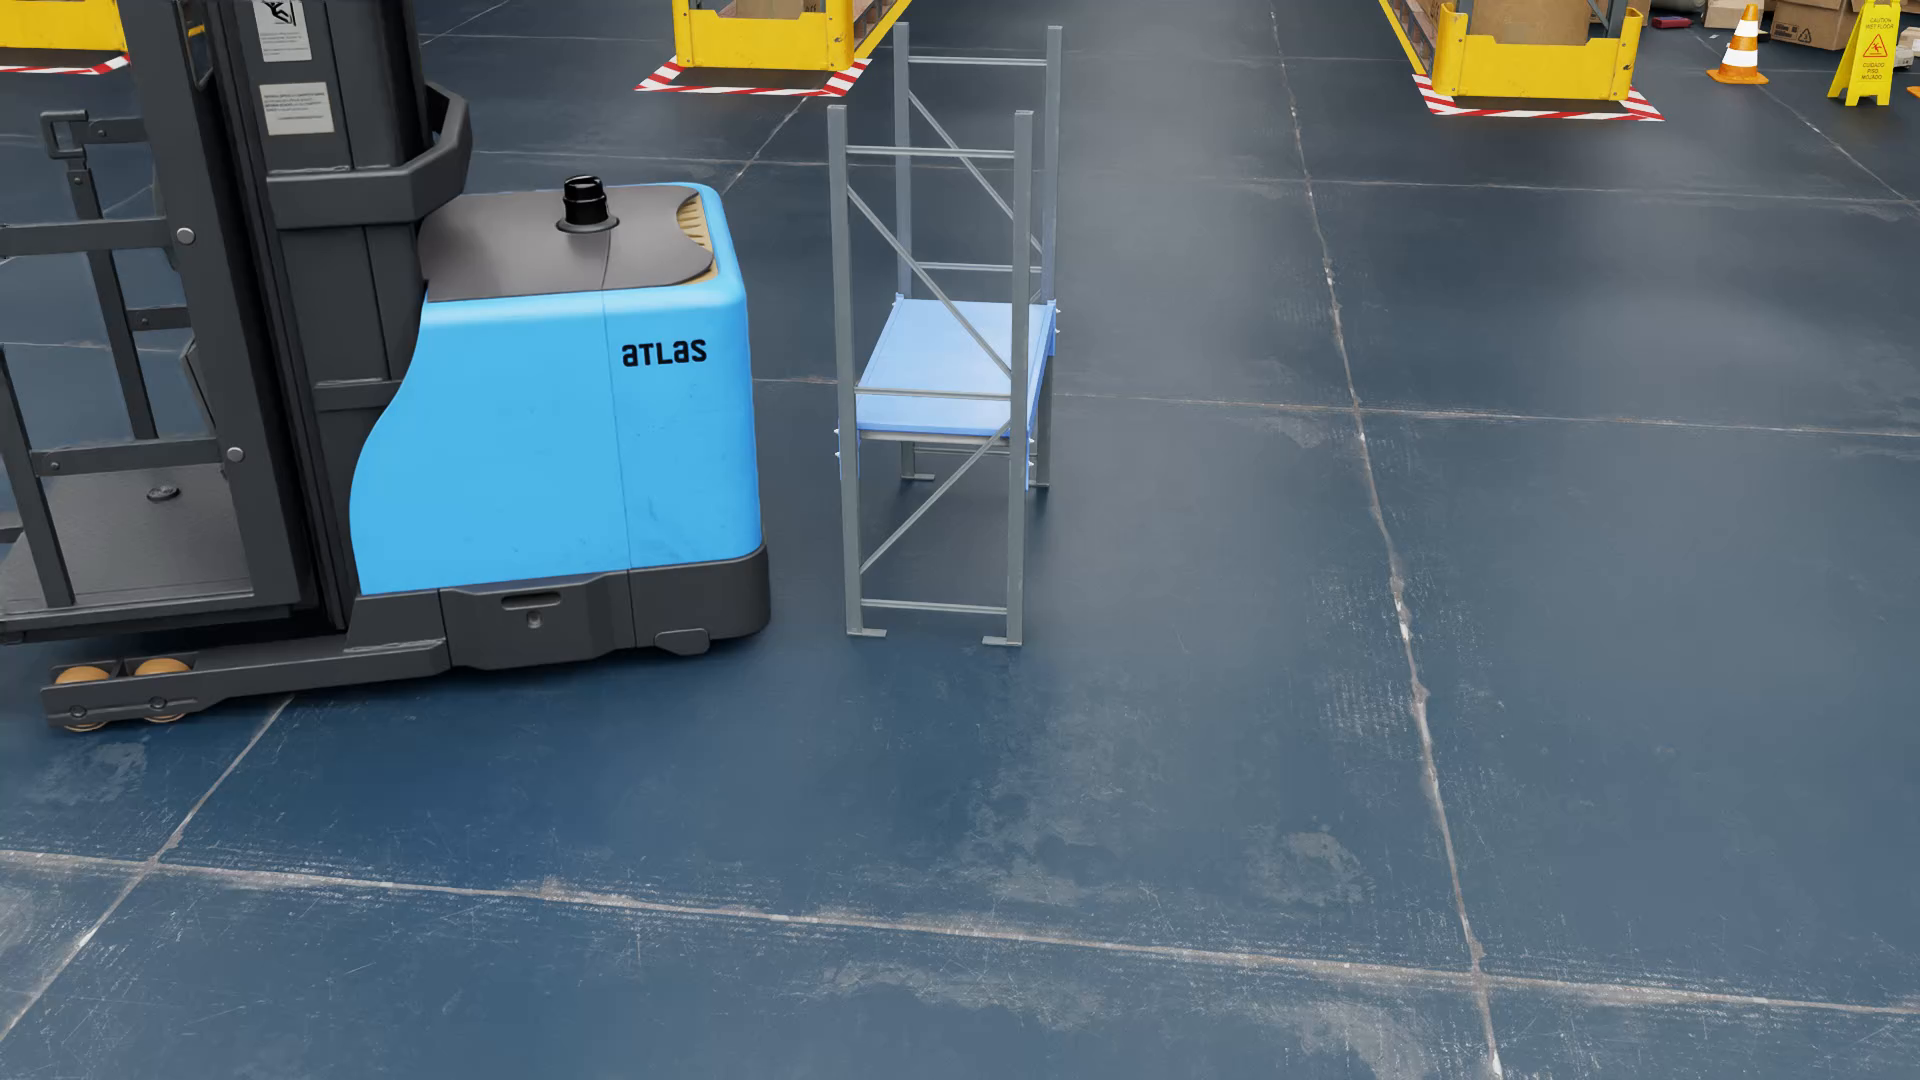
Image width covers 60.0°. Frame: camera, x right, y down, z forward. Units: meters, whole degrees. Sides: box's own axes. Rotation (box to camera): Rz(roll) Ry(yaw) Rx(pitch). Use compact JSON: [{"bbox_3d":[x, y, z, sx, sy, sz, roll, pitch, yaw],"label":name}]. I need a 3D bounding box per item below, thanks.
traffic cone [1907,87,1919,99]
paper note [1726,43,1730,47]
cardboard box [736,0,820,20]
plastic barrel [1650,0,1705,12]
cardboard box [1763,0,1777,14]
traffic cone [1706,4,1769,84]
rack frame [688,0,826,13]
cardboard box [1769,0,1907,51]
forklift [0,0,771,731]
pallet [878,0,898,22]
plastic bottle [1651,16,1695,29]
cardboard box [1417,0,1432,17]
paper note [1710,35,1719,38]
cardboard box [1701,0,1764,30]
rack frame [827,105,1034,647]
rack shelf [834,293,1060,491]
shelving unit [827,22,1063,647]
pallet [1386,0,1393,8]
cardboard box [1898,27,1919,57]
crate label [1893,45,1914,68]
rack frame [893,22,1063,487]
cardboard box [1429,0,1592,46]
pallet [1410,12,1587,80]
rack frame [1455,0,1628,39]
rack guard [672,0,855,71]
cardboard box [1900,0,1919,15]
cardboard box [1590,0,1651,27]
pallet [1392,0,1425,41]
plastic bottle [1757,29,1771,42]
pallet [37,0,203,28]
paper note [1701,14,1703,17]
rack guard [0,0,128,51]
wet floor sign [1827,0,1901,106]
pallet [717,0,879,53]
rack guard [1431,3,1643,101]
[{"bbox_3d":[6.147,-2.991,10.314,0.336,0.463,0.334,3,28,6],"label":"traffic cone"},{"bbox_3d":[5.464,-3.478,11.676,0.144,0.017,0.142,14,31,24],"label":"paper note"},{"bbox_3d":[-1.225,-3.880,11.481,0.500,0.500,0.500,9,30,16],"label":"cardboard box"},{"bbox_3d":[5.466,-4.292,12.770,0.421,0.421,0.512,-24,36,-37],"label":"plastic barrel"},{"bbox_3d":[6.326,-4.302,12.561,0.797,0.637,0.503,3,28,6],"label":"cardboard box"},{"bbox_3d":[5.067,-3.217,10.733,0.336,0.463,0.334,3,28,6],"label":"traffic cone"},{"bbox_3d":[-1.318,-4.502,10.444,1.000,3.000,0.127,3,28,6],"label":"rack frame"},{"bbox_3d":[6.220,-3.801,11.775,0.797,0.503,0.637,-17,33,-29],"label":"cardboard box"},{"bbox_3d":[-2.103,-1.066,4.139,3.031,2.935,1.130,-6,29,-10],"label":"forklift"},{"bbox_3d":[-1.022,-4.263,12.941,1.003,0.211,1.213,3,28,6],"label":"pallet"},{"bbox_3d":[5.274,-3.825,12.286,0.283,0.061,0.133,-6,29,-11],"label":"plastic bottle"},{"bbox_3d":[3.716,-4.153,11.594,0.875,0.875,0.875,3,28,5],"label":"cardboard box"},{"bbox_3d":[5.426,-3.623,11.964,0.032,0.001,0.123,20,34,32],"label":"paper note"},{"bbox_3d":[5.700,-3.929,12.264,0.396,0.266,0.258,8,29,15],"label":"cardboard box"},{"bbox_3d":[-0.073,-0.381,4.376,0.500,1.500,0.032,3,28,6],"label":"rack frame"},{"bbox_3d":[-0.010,-0.462,4.905,0.538,0.185,1.000,3,28,6],"label":"rack shelf"},{"bbox_3d":[-0.010,-0.620,4.820,0.538,1.500,1.048,3,28,6],"label":"shelving unit"},{"bbox_3d":[3.912,-4.468,13.321,1.003,0.211,1.213,3,28,6],"label":"pallet"},{"bbox_3d":[6.673,-3.405,11.414,0.380,0.149,0.250,20,34,32],"label":"cardboard box"},{"bbox_3d":[6.181,-3.222,11.085,0.250,0.136,0.298,-11,30,-20],"label":"crate label"},{"bbox_3d":[0.052,-0.859,5.264,0.500,1.500,0.032,3,28,6],"label":"rack frame"},{"bbox_3d":[3.610,-3.739,10.825,0.875,0.875,0.875,4,29,6],"label":"cardboard box"},{"bbox_3d":[3.613,-3.320,11.189,1.003,0.211,1.213,3,28,6],"label":"pallet"},{"bbox_3d":[3.592,-4.166,9.821,1.000,3.000,0.127,3,28,6],"label":"rack frame"},{"bbox_3d":[-1.309,-3.437,11.103,1.175,0.500,0.348,3,28,6],"label":"rack guard"},{"bbox_3d":[7.526,-4.284,12.673,0.500,0.500,0.500,-24,36,-37],"label":"cardboard box"},{"bbox_3d":[4.911,-4.160,12.441,0.500,0.500,0.500,8,29,15],"label":"cardboard box"},{"bbox_3d":[3.765,-3.892,12.252,1.003,0.211,1.213,3,28,6],"label":"pallet"},{"bbox_3d":[5.665,-3.628,11.920,0.133,0.061,0.283,-6,29,-11],"label":"plastic bottle"},{"bbox_3d":[-6.166,-3.983,12.421,1.003,0.211,1.213,3,28,6],"label":"pallet"},{"bbox_3d":[5.732,-3.993,12.638,0.172,0.023,0.155,14,31,24],"label":"paper note"},{"bbox_3d":[-6.271,-3.728,11.643,1.175,0.500,0.348,3,28,6],"label":"rack guard"},{"bbox_3d":[5.554,-3.001,10.140,0.267,0.644,0.232,-1,28,-3],"label":"wet floor sign"},{"bbox_3d":[-1.174,-3.691,11.878,1.003,0.211,1.213,3,28,6],"label":"pallet"},{"bbox_3d":[3.589,-3.055,10.393,1.175,0.500,0.348,3,28,6],"label":"rack guard"}]
